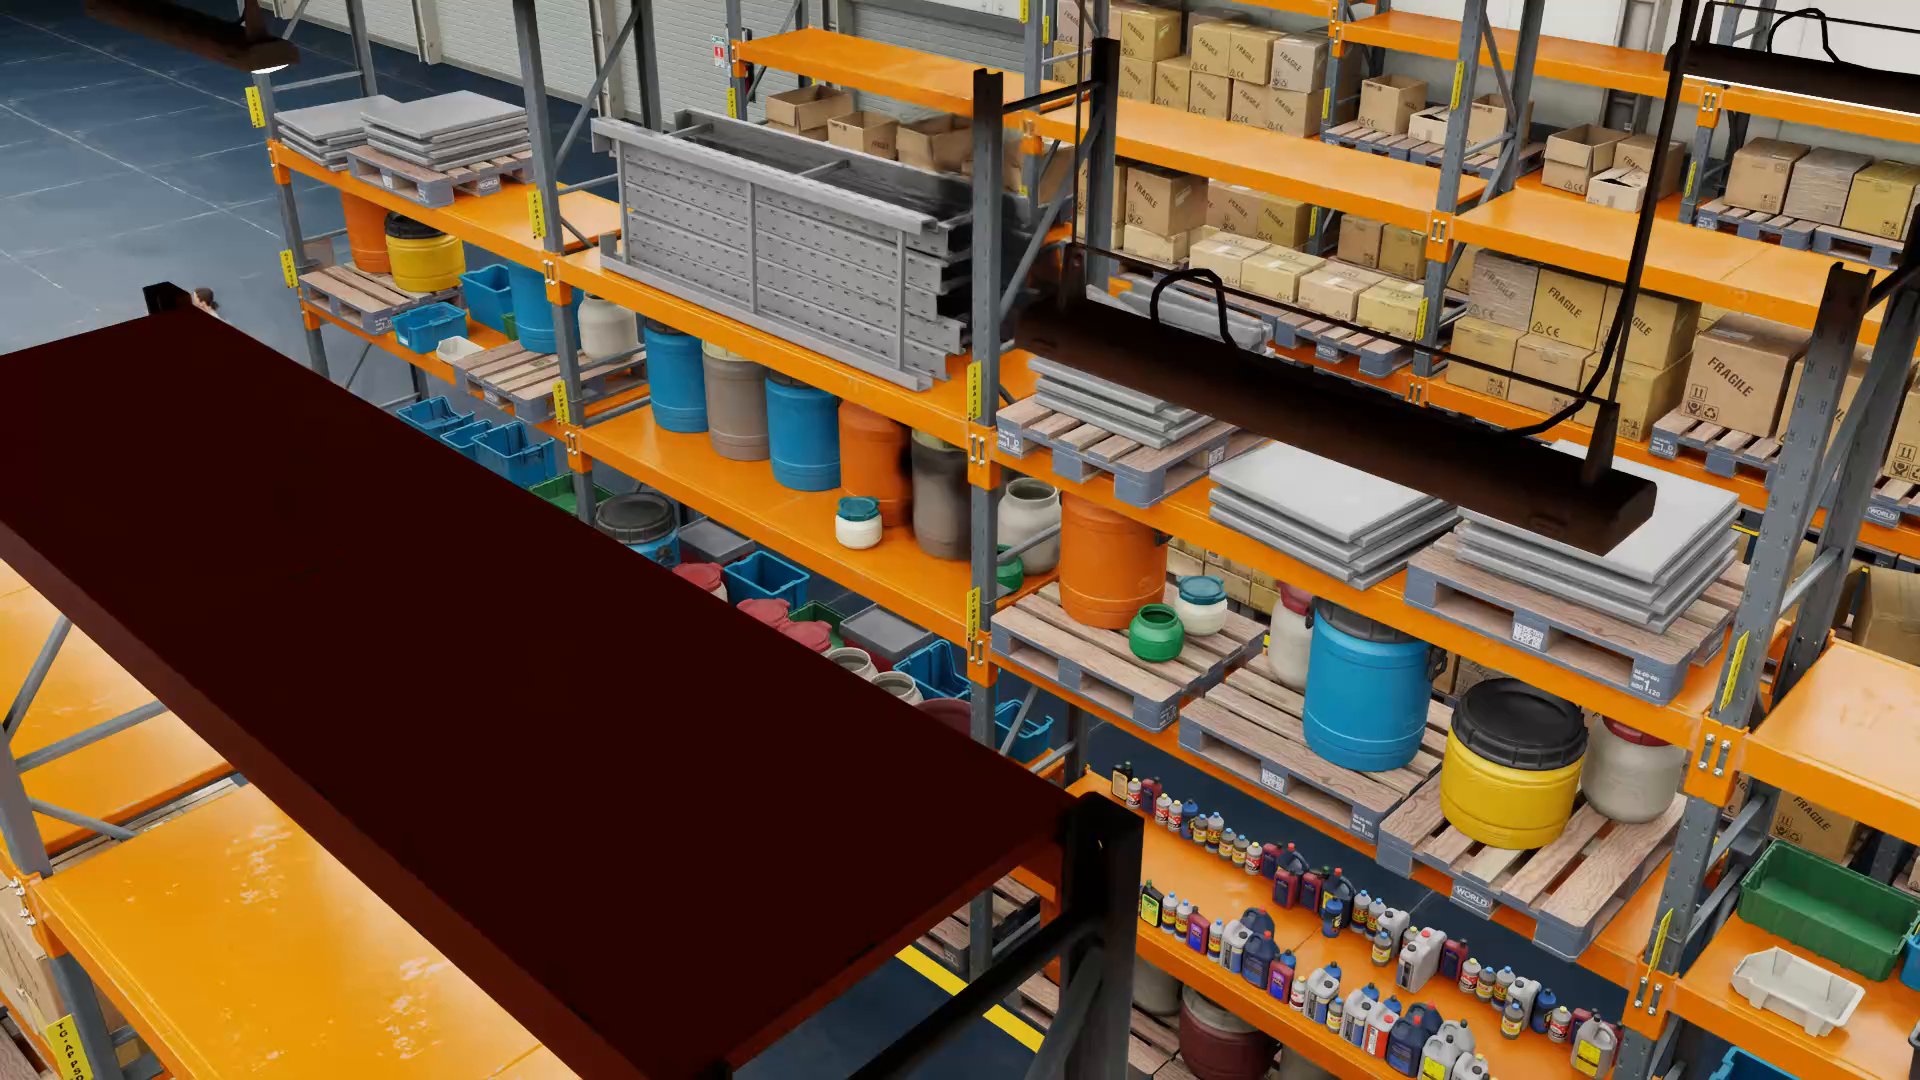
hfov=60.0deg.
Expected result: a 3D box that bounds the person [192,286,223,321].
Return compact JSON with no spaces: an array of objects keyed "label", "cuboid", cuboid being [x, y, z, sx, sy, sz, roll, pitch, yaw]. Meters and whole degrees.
[{"label":"person","cuboid":[-8.027,-1.975,18.117,0.797,1.667,0.576,-14,32,-23]}]
